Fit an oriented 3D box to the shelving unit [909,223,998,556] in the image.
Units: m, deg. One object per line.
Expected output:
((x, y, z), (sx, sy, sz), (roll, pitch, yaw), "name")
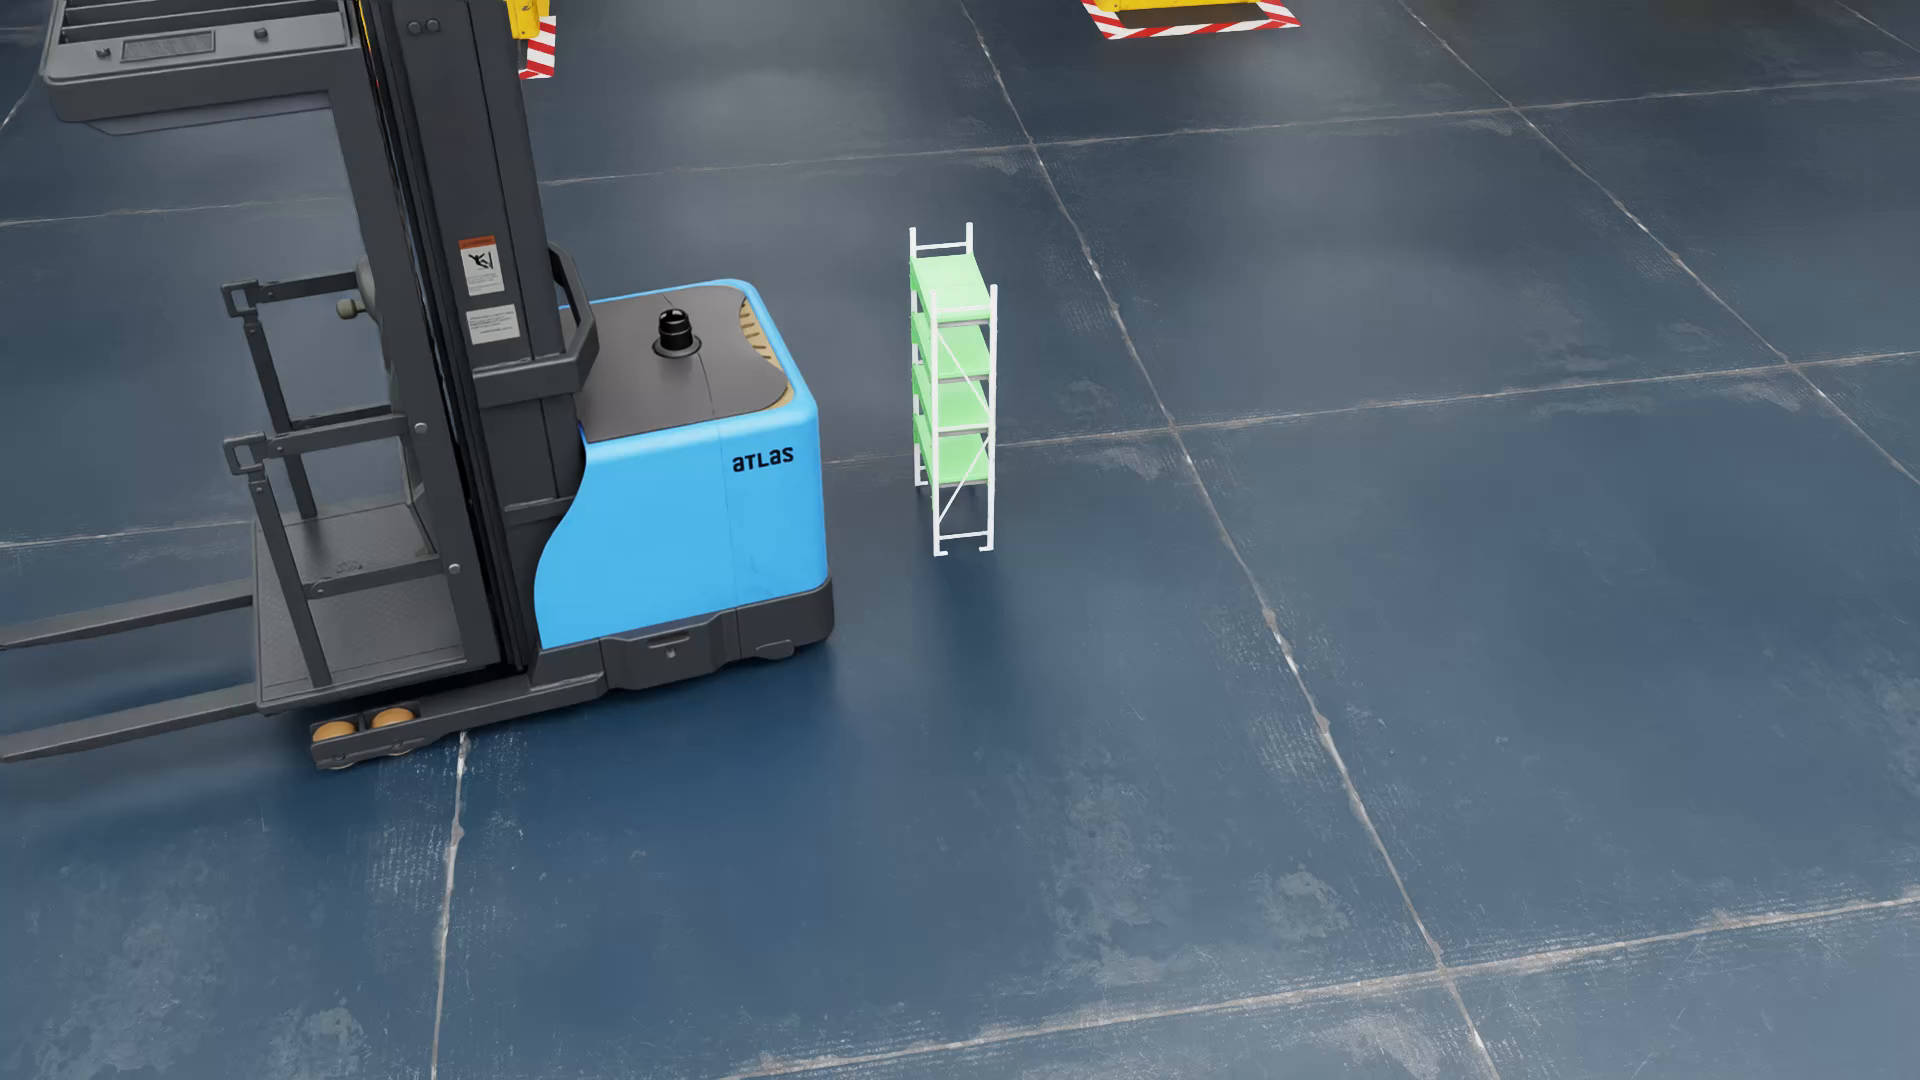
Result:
((-0.029, -0.574, 6.511), (0.258, 1.200, 0.503), (-6, 38, -8), "shelving unit")

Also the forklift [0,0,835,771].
((-2.042, -0.735, 5.306), (3.031, 2.935, 1.130), (-12, 40, -15), "forklift")

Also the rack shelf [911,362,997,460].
((-0.029, -0.523, 6.550), (0.258, 0.148, 0.480), (-6, 38, -8), "rack shelf")

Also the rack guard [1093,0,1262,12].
((1.517, -3.985, 11.472), (1.175, 0.500, 0.348), (-6, 38, -8), "rack guard")

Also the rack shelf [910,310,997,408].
((-0.029, -0.713, 6.403), (0.258, 0.148, 0.480), (-6, 38, -8), "rack shelf")

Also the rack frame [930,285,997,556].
((0.014, -0.426, 6.321), (0.240, 1.200, 0.015), (-6, 38, -8), "rack frame")

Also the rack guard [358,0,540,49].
((-3.402, -3.573, 10.941), (1.175, 0.500, 0.348), (-6, 38, -8), "rack guard")

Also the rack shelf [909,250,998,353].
((-0.029, -0.902, 6.255), (0.258, 0.148, 0.480), (-6, 38, -8), "rack shelf")

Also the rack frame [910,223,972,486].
((-0.072, -0.721, 6.700), (0.240, 1.200, 0.015), (-6, 38, -8), "rack frame")

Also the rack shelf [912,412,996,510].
((-0.029, -0.334, 6.697), (0.258, 0.148, 0.480), (-6, 38, -8), "rack shelf")
